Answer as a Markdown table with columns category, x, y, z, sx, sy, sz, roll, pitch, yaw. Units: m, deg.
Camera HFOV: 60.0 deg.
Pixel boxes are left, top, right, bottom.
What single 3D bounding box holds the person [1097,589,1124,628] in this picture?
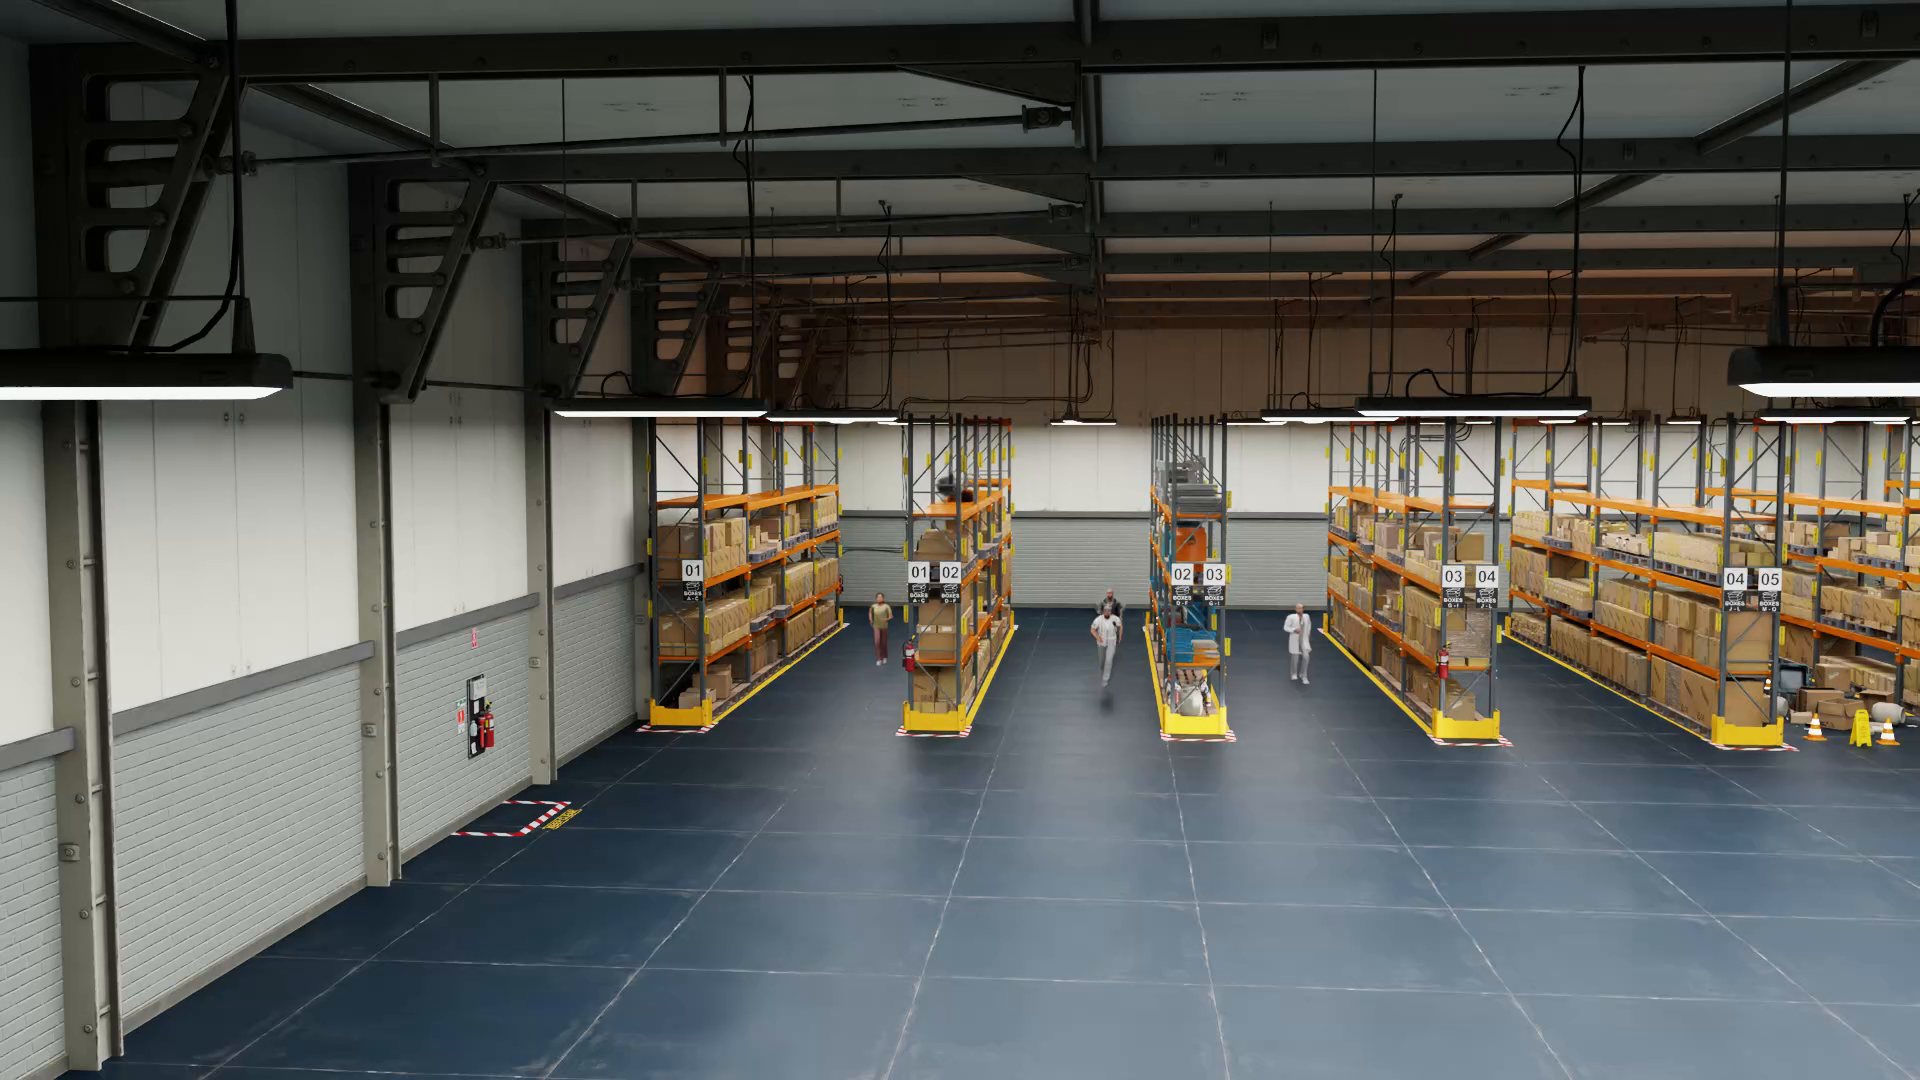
| category | x | y | z | sx | sy | sz | roll | pitch | yaw |
| --- | --- | --- | --- | --- | --- | --- | --- | --- | --- |
| person | 3.777 | 2.078 | 41.744 | 0.677 | 1.691 | 0.896 | 0 | 4 | 4 |

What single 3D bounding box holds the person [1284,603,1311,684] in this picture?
| category | x | y | z | sx | sy | sz | roll | pitch | yaw |
| --- | --- | --- | --- | --- | --- | --- | --- | --- | --- |
| person | 7.607 | 2.331 | 37.401 | 0.689 | 1.824 | 0.833 | 0 | 4 | -4 |

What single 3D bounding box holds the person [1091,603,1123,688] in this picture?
| category | x | y | z | sx | sy | sz | roll | pitch | yaw |
| --- | --- | --- | --- | --- | --- | --- | --- | --- | --- |
| person | 3.116 | 2.228 | 35.392 | 0.669 | 1.787 | 0.896 | 0 | 4 | 5 |

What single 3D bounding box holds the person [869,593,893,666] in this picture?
| category | x | y | z | sx | sy | sz | roll | pitch | yaw |
| --- | --- | --- | --- | --- | --- | --- | --- | --- | --- |
| person | -1.843 | 2.054 | 38.465 | 0.582 | 1.678 | 0.772 | 0 | 4 | 5 |
